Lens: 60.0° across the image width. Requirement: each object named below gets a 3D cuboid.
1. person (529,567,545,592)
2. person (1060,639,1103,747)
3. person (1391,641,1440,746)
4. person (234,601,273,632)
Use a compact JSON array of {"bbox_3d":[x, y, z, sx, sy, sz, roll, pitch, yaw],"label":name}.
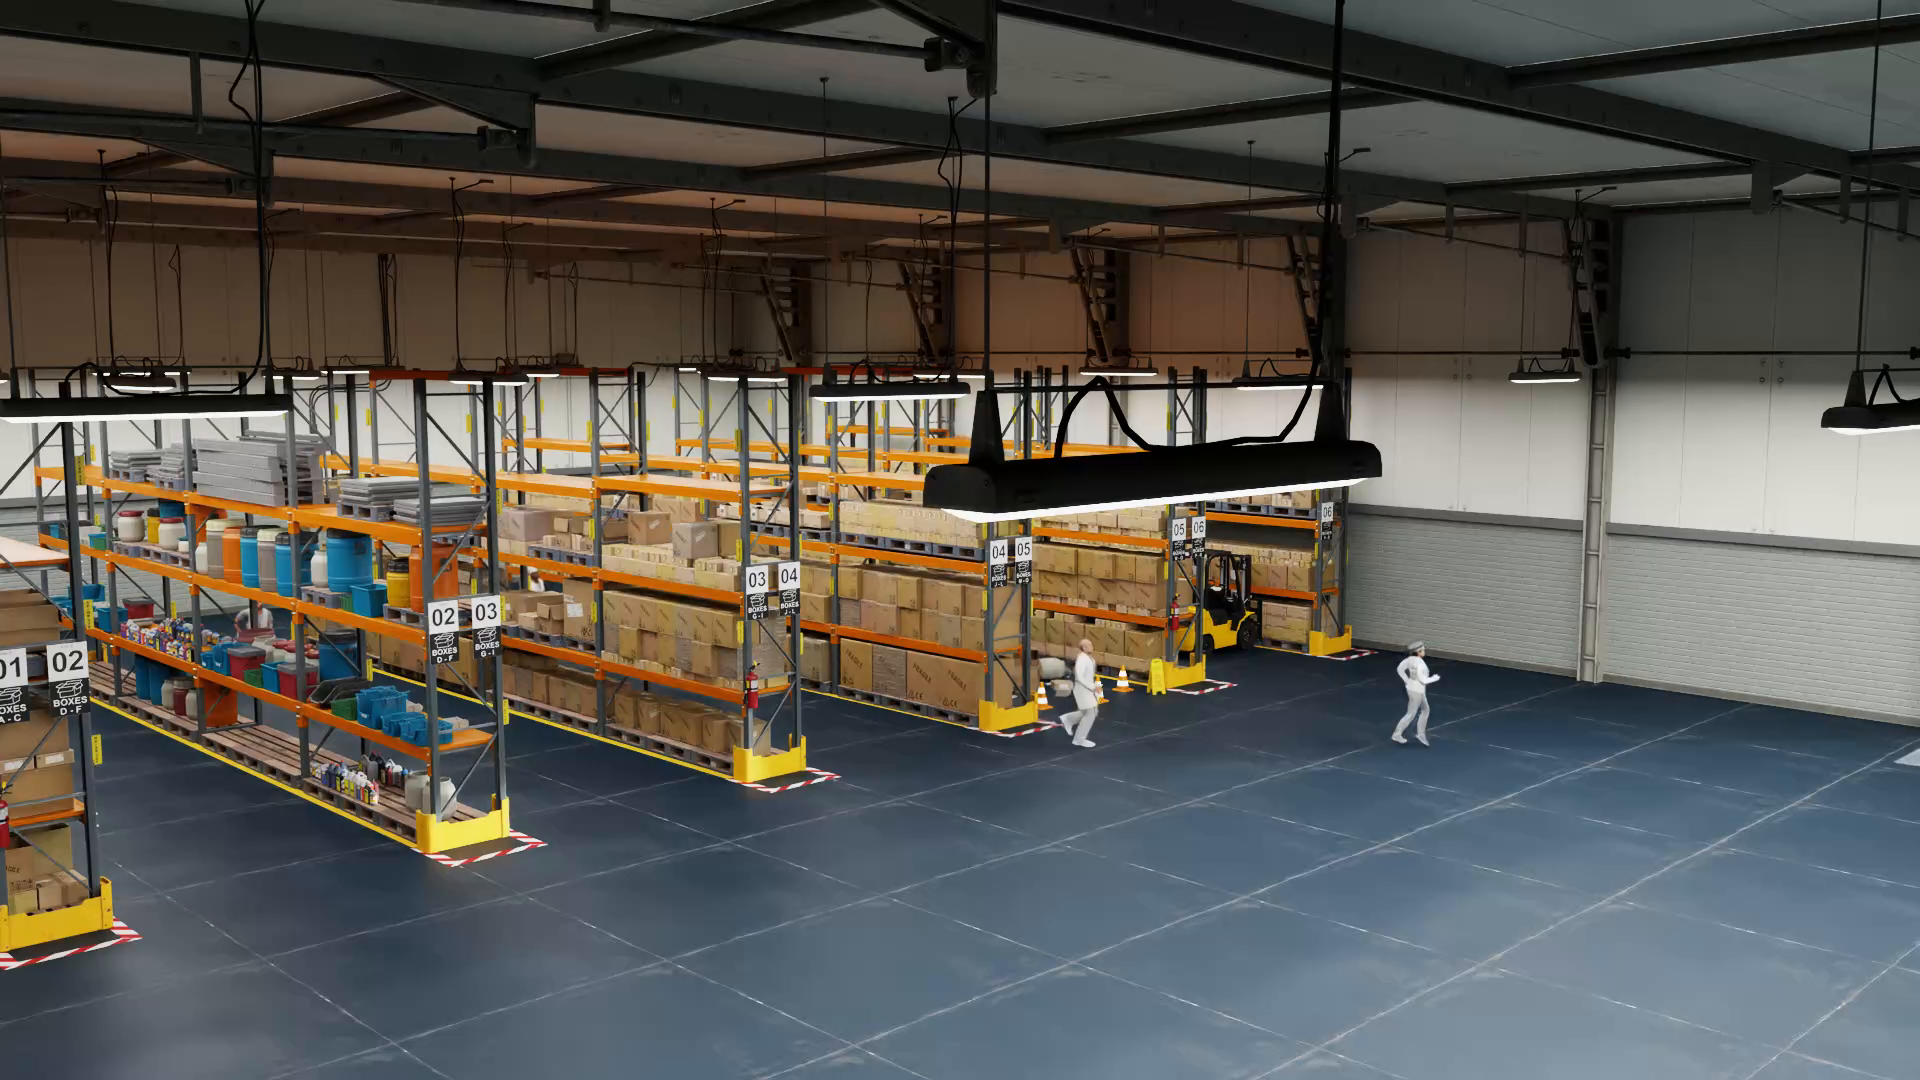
[{"bbox_3d":[-9.155,1.434,35.746,0.671,1.741,0.677,4,8,33],"label":"person"},{"bbox_3d":[1.964,2.451,26.827,0.707,1.747,0.741,1,7,11],"label":"person"},{"bbox_3d":[7.318,2.490,26.717,0.739,1.748,0.594,0,6,0],"label":"person"},{"bbox_3d":[-13.310,1.897,31.494,0.735,1.750,0.647,5,8,37],"label":"person"}]
